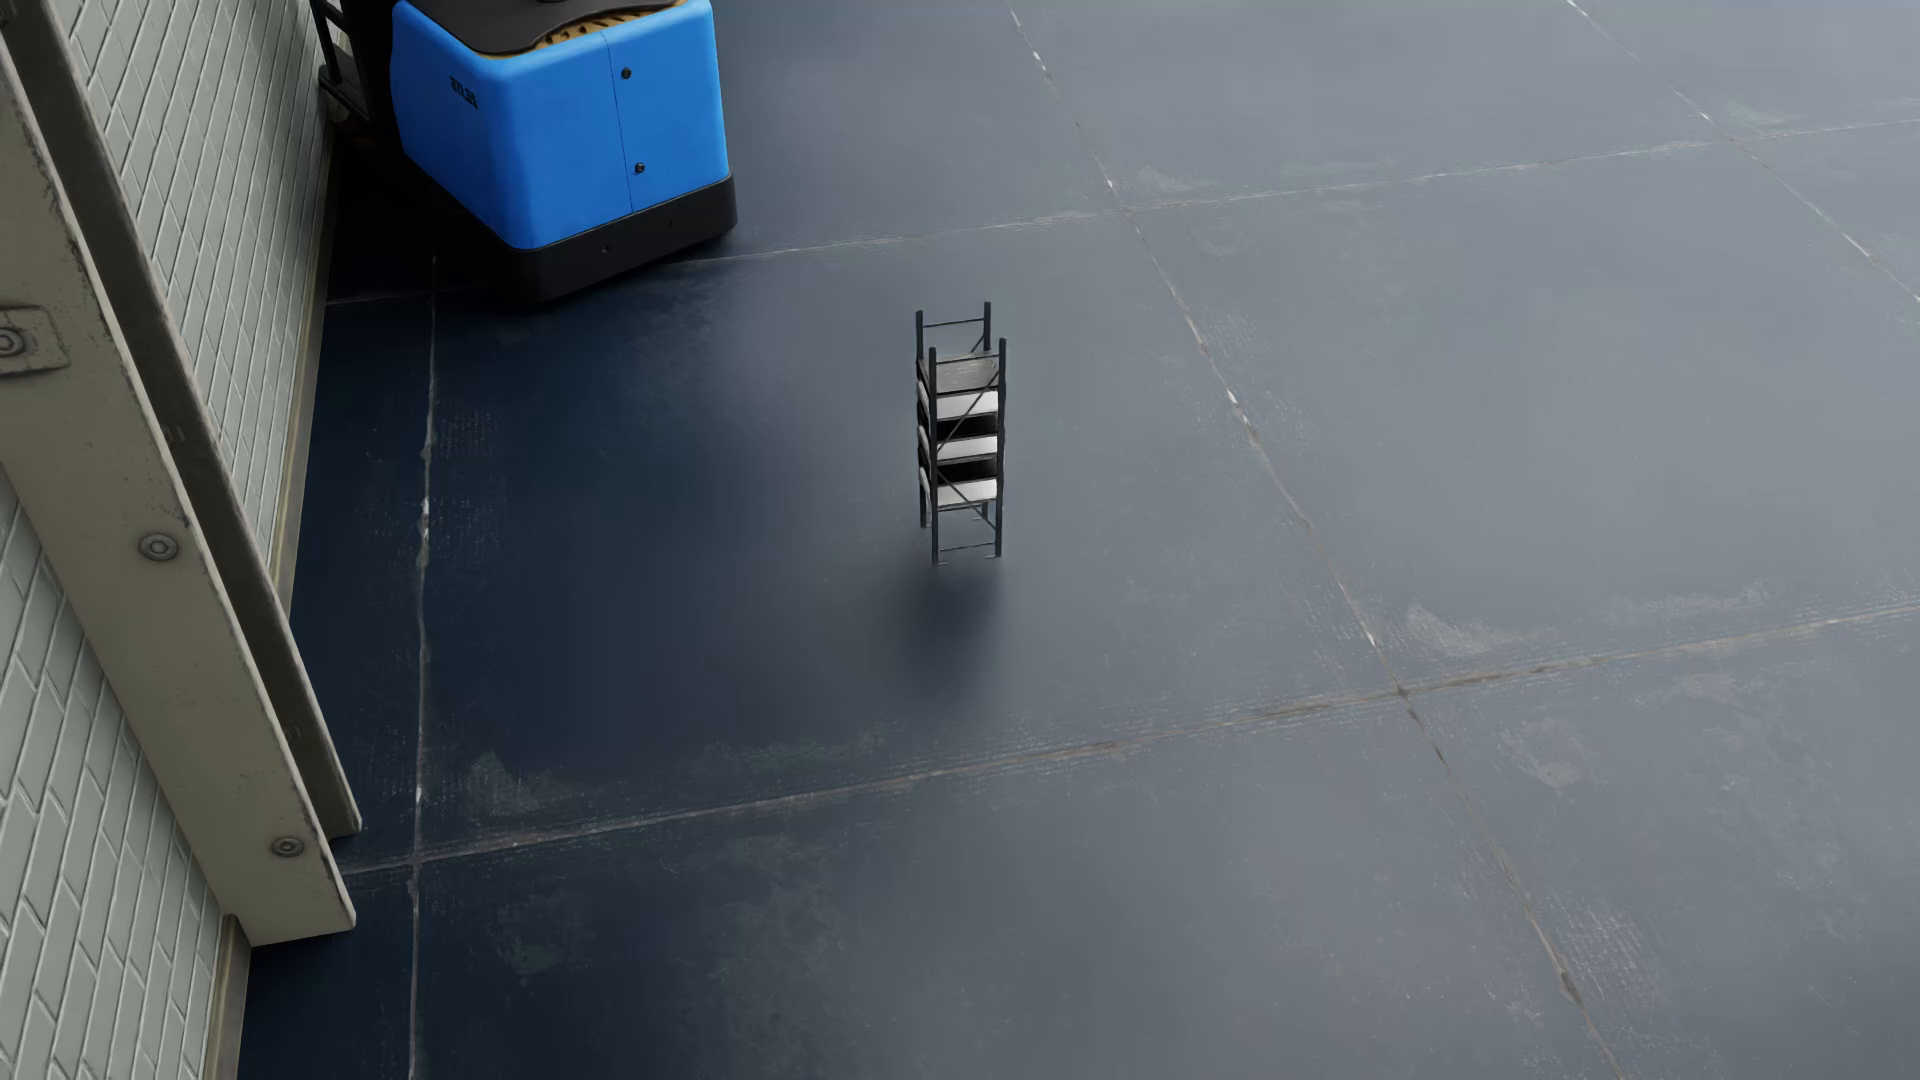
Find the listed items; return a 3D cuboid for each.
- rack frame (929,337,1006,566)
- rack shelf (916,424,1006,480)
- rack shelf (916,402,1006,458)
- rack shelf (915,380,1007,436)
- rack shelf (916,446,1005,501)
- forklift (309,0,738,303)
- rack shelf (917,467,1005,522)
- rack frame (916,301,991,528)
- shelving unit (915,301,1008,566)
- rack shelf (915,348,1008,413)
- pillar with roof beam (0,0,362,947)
[{"bbox_3d":[0.024,-0.265,5.371,0.240,0.900,0.006,-8,42,-9],"label":"rack frame"},{"bbox_3d":[0.002,-0.306,5.467,0.258,0.077,0.200,-8,42,-9],"label":"rack shelf"},{"bbox_3d":[0.002,-0.374,5.408,0.258,0.077,0.200,-8,42,-9],"label":"rack shelf"},{"bbox_3d":[0.002,-0.441,5.348,0.258,0.077,0.200,-8,42,-9],"label":"rack shelf"},{"bbox_3d":[0.002,-0.239,5.527,0.258,0.077,0.200,-8,42,-9],"label":"rack shelf"},{"bbox_3d":[-2.276,-2.974,6.892,1.130,2.935,3.031,-28,49,-28],"label":"forklift"},{"bbox_3d":[0.002,-0.172,5.587,0.258,0.077,0.200,-8,42,-9],"label":"rack shelf"},{"bbox_3d":[-0.020,-0.397,5.520,0.240,0.900,0.006,-8,42,-9],"label":"rack frame"},{"bbox_3d":[0.002,-0.331,5.445,0.258,0.900,0.210,-8,42,-9],"label":"shelving unit"},{"bbox_3d":[0.002,-0.508,5.288,0.258,0.077,0.200,-8,42,-9],"label":"rack shelf"},{"bbox_3d":[2.354,-3.025,2.379,9.100,9.000,0.400,-8,42,-9],"label":"pillar with roof beam"}]
